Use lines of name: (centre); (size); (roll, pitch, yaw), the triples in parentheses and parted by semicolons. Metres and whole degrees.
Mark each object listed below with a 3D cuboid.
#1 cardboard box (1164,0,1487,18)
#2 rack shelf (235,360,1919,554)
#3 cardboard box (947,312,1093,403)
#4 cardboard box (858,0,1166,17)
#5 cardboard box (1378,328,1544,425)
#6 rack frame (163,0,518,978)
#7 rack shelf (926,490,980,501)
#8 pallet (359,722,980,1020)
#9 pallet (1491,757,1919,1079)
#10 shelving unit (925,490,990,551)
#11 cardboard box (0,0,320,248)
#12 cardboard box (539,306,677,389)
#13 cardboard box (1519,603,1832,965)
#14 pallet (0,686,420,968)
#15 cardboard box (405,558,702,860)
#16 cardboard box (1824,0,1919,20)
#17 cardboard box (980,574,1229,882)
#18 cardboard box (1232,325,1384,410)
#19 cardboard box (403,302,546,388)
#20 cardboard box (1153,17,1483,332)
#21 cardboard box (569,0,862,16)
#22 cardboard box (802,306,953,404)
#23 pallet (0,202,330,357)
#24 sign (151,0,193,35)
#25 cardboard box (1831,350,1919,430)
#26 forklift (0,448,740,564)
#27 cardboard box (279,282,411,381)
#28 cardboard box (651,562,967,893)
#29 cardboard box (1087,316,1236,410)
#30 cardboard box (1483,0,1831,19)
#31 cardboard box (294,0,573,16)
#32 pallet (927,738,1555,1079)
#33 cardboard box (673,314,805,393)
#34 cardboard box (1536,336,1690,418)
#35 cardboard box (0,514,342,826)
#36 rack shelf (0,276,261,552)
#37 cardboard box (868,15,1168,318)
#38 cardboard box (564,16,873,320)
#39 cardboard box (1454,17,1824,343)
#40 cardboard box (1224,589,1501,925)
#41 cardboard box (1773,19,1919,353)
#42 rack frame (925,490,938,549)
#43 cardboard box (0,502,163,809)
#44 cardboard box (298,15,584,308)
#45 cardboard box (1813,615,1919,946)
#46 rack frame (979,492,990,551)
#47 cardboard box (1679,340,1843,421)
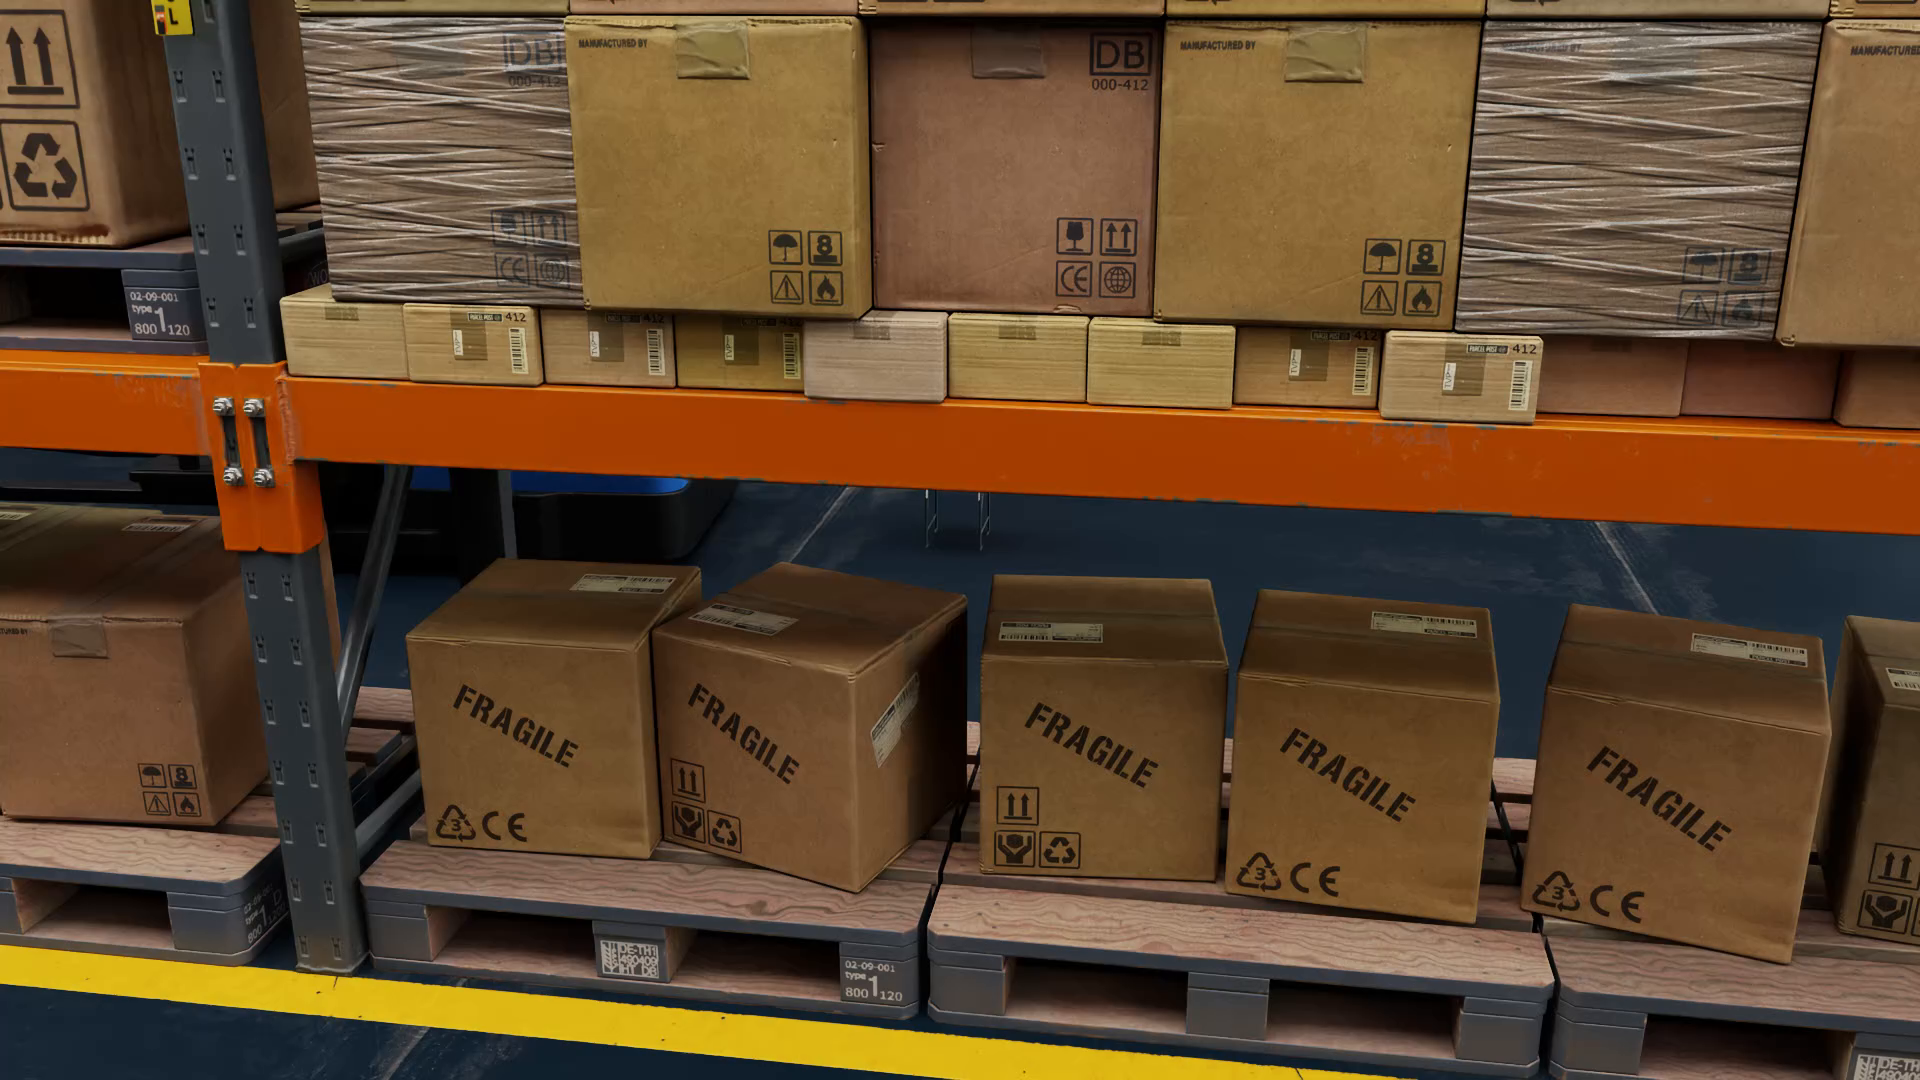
cardboard box: (0.614, -1.142, 2.786); (0.500, 0.500, 0.500); (3, 19, 9)
rack shelf: (0.702, -0.211, 3.342); (4.000, 0.370, 1.077); (3, 19, 9)
cardboard box: (0.130, -0.374, 3.089); (0.250, 0.149, 0.380); (3, 19, 9)
cardboard box: (0.118, -1.164, 2.851); (0.500, 0.500, 0.500); (3, 19, 9)
cardboard box: (0.864, -0.325, 2.943); (0.250, 0.149, 0.380); (3, 19, 9)
rack frame: (-1.273, -0.653, 3.528); (0.127, 3.000, 1.000); (3, 19, 9)
rack shelf: (-0.008, -0.225, 6.229); (0.200, 0.077, 0.258); (3, 19, 9)
pallet: (-0.604, 0.692, 3.903); (1.213, 0.211, 1.003); (3, 19, 9)
pallet: (1.805, 0.815, 3.536); (1.213, 0.211, 1.003); (3, 19, 9)
shelving unit: (-0.008, -0.427, 6.162); (0.210, 0.900, 0.258); (3, 19, 9)
cardboard box: (-2.035, -1.221, 3.617); (1.000, 1.000, 1.000); (3, 19, 9)
cardboard box: (-0.613, -0.409, 3.193); (0.250, 0.149, 0.380); (3, 19, 9)
cardboard box: (1.467, 0.478, 3.424); (0.500, 0.500, 0.500); (8, 20, 23)
pallet: (-2.042, 0.630, 4.086); (1.213, 0.211, 1.003); (3, 19, 9)
cardboard box: (-0.884, 0.366, 3.761); (0.500, 0.500, 0.500); (2, 19, 7)
cardboard box: (1.599, -1.088, 2.626); (0.500, 0.500, 0.500); (3, 19, 9)
cardboard box: (0.308, 0.399, 3.662); (0.500, 0.500, 0.500); (1, 19, 4)
cardboard box: (0.629, -0.359, 3.046); (0.250, 0.149, 0.380); (3, 19, 9)
cardboard box: (-0.864, -0.412, 3.204); (0.250, 0.149, 0.380); (3, 19, 9)
cardboard box: (0.646, -0.732, 3.137); (0.500, 0.500, 0.875); (3, 19, 9)
cardboard box: (-0.375, -1.189, 2.927); (0.500, 0.500, 0.500); (3, 19, 9)
cardboard box: (-0.124, -0.373, 3.088); (0.250, 0.149, 0.380); (3, 19, 9)
pallet: (-2.005, -0.646, 3.810); (1.213, 0.211, 1.003); (3, 19, 9)
sign: (-1.358, -1.028, 2.824); (0.005, 0.325, 0.100); (3, 19, 9)
cardboard box: (1.616, -0.309, 2.896); (0.250, 0.149, 0.380); (3, 19, 9)
forklift: (-2.438, -1.450, 6.019); (3.031, 2.935, 1.130); (1, 19, 4)
cardboard box: (-1.109, -0.429, 3.254); (0.250, 0.149, 0.380); (3, 19, 9)
cardboard box: (-0.318, 0.392, 3.682); (0.500, 0.500, 0.500); (9, 21, 26)
cardboard box: (0.375, -0.358, 3.041); (0.250, 0.149, 0.380); (3, 19, 9)
cardboard box: (1.106, -1.114, 2.704); (0.500, 0.500, 0.500); (3, 19, 9)
cardboard box: (-0.869, -1.214, 3.001); (0.500, 0.500, 0.500); (3, 19, 9)
pallet: (0.604, 0.752, 3.722); (1.213, 0.211, 1.003); (3, 19, 9)
cardboard box: (-0.364, -0.399, 3.164); (0.250, 0.149, 0.380); (3, 19, 9)
cardboard box: (1.125, -0.340, 2.989); (0.250, 0.149, 0.380); (3, 19, 9)
cardboard box: (-1.876, 0.286, 3.968); (0.500, 0.500, 0.700); (1, 19, 4)
rack shelf: (-3.248, -0.413, 3.943); (4.000, 0.370, 1.077); (3, 19, 9)
cardboard box: (0.159, -0.770, 3.251); (0.500, 0.500, 0.875); (3, 19, 9)
cardboard box: (-0.351, -0.764, 3.231); (0.500, 0.500, 0.875); (3, 19, 9)
cardboard box: (1.138, -0.703, 3.050); (0.500, 0.500, 0.875); (3, 19, 9)
cardboard box: (0.852, 0.441, 3.536); (0.500, 0.500, 0.500); (5, 19, 14)
cardboard box: (1.625, -0.664, 2.935); (0.500, 0.500, 0.875); (3, 19, 9)
rack frame: (-0.108, -0.432, 6.177); (0.006, 0.900, 0.240); (3, 19, 9)
cardboard box: (-2.344, 0.256, 4.057); (0.500, 0.500, 0.700); (3, 19, 8)
cardboard box: (-0.839, -0.800, 3.340); (0.500, 0.500, 0.875); (3, 19, 9)
cardboard box: (2.062, 0.498, 3.366); (0.500, 0.500, 0.500); (7, 20, 19)
rack frame: (0.092, -0.422, 6.146); (0.006, 0.900, 0.240); (3, 19, 9)
cardboard box: (1.376, -0.335, 2.972); (0.250, 0.149, 0.380); (3, 19, 9)
